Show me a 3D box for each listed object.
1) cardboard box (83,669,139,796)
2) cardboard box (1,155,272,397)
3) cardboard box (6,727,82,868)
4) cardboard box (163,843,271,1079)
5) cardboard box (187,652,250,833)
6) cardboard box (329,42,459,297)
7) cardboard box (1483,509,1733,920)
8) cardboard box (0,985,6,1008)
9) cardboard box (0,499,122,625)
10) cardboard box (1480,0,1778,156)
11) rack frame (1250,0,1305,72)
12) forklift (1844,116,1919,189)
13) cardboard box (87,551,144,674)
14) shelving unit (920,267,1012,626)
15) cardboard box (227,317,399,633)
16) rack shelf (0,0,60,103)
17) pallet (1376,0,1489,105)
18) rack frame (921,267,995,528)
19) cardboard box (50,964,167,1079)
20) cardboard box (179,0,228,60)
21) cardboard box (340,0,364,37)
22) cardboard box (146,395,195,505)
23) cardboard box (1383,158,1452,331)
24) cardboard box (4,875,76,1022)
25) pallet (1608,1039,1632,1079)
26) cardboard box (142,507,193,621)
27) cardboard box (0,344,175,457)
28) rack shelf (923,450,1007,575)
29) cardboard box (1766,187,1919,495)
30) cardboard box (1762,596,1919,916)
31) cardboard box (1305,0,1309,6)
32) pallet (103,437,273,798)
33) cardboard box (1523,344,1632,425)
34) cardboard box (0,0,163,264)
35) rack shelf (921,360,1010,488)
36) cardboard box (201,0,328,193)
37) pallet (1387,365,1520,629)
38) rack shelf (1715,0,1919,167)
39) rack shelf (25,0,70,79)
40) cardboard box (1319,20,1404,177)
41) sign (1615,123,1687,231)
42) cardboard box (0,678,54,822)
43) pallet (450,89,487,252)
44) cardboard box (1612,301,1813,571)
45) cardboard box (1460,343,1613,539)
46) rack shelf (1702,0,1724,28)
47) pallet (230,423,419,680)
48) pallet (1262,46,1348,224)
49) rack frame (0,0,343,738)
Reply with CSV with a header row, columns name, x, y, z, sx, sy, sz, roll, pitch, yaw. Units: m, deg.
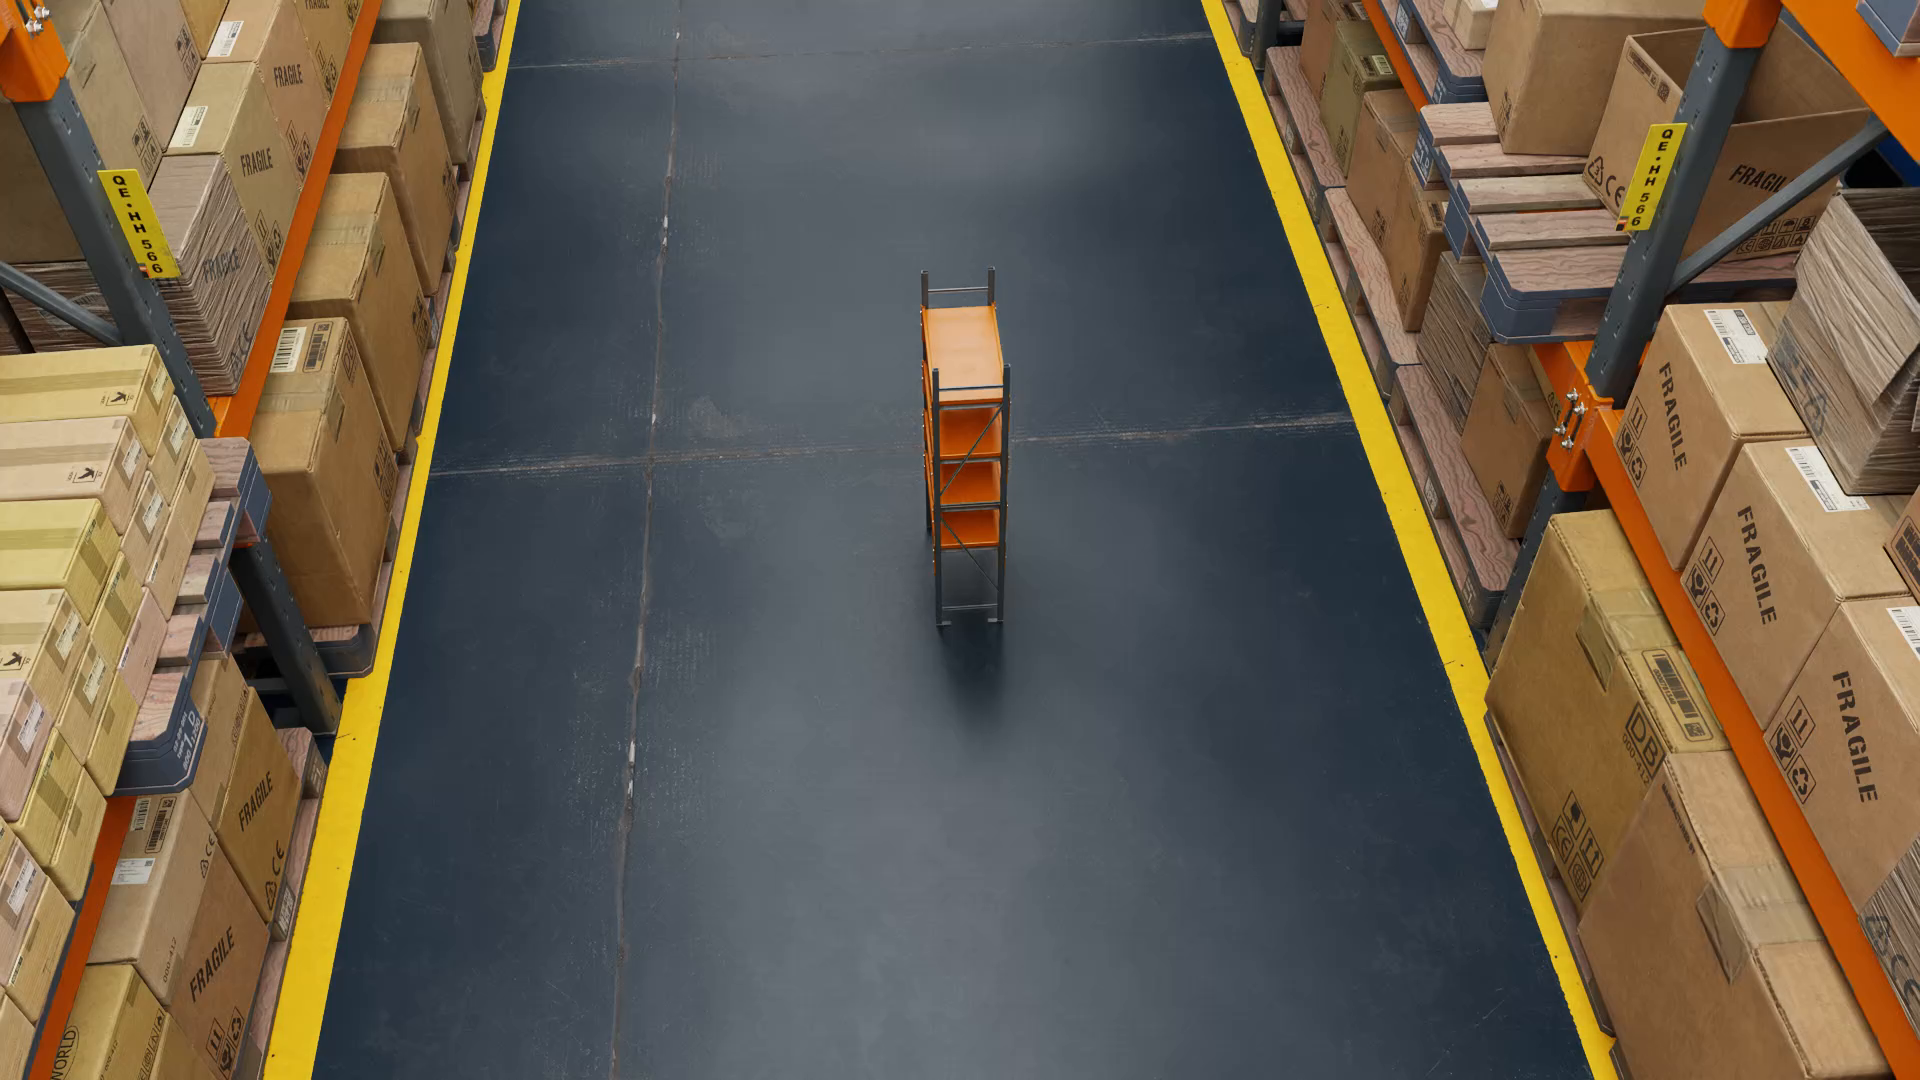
name,x,y,z,sx,sy,sz,roll,pitch,yaw
cardboard box,-2.052,0.435,3.656,0.380,0.149,0.250,-4,47,-4
cardboard box,-2.378,-0.758,4.833,0.500,0.500,0.500,-3,47,-3
cardboard box,-2.027,0.531,3.360,0.380,0.149,0.250,-4,47,-4
cardboard box,-2.254,1.169,4.510,0.500,0.500,0.500,-2,47,-2
cardboard box,-2.291,0.554,4.576,0.500,0.250,0.500,-4,47,-4
cardboard box,-2.726,-1.506,6.870,1.050,0.750,0.750,-3,47,-3
cardboard box,2.378,0.476,4.907,1.225,0.875,0.875,-5,47,-5
cardboard box,-1.983,0.907,3.004,0.380,0.149,0.250,-4,47,-4
cardboard box,-2.071,0.053,3.608,0.380,0.149,0.250,-2,47,-2
cardboard box,2.110,-1.576,5.318,0.700,0.500,0.500,3,47,3
rack frame,2.006,-3.505,7.503,1.000,3.000,0.127,-3,47,-3
forklift,4.789,-1.634,5.779,1.130,2.935,3.031,-5,47,-4
cardboard box,-2.066,0.170,3.702,0.380,0.149,0.250,-2,47,-2
shelving unit,0.014,-0.293,5.701,0.258,1.200,0.503,-3,47,-3
cardboard box,-2.571,-0.199,5.633,1.050,0.750,0.750,-4,47,-4
rack shelf,-2.442,0.280,2.348,1.077,0.370,4.000,-3,47,-3
pallet,2.135,-1.975,6.186,1.003,0.211,1.213,-3,47,-3
rack frame,-0.007,-0.469,5.868,0.240,1.200,0.015,-3,47,-3
cardboard box,-2.211,1.287,3.881,0.500,0.250,0.500,-2,47,-2
cardboard box,-2.726,-1.823,5.153,0.700,0.500,0.500,-4,47,-4
cardboard box,-2.550,-2.218,6.216,0.500,0.500,0.500,-3,47,-3
cardboard box,-2.115,-0.213,4.065,0.380,0.149,0.250,-3,47,-2
cardboard box,2.152,-1.196,6.736,0.700,0.500,0.500,0,47,0
cardboard box,-2.008,0.817,3.294,0.380,0.149,0.250,-2,47,-2
pallet,2.431,1.804,4.396,1.003,0.211,1.213,-3,47,-3
cardboard box,-2.091,0.068,4.003,0.380,0.149,0.250,-4,47,-3
cardboard box,-2.112,-0.318,3.960,0.380,0.149,0.250,-5,47,-5
rack shelf,0.014,-0.110,5.894,0.258,0.148,0.480,-3,47,-3
cardboard box,2.386,-0.460,3.860,0.797,0.503,0.637,-2,47,-2
cardboard box,2.203,0.466,3.673,0.500,0.500,0.500,-4,47,-4
cardboard box,2.013,-3.082,8.535,0.500,0.500,0.500,-5,47,-5
pallet,-2.444,0.193,4.134,1.213,0.211,1.003,-3,47,-3
cardboard box,2.255,-0.643,5.696,0.500,0.250,0.500,-2,47,-2
cardboard box,-2.637,-1.086,4.455,0.700,0.500,0.500,-4,47,-4
rack shelf,0.014,-0.400,5.587,0.258,0.148,0.480,-3,47,-3
cardboard box,-2.465,-1.491,5.527,0.500,0.500,0.500,-4,47,-3
pallet,2.277,-0.217,6.311,1.003,0.211,1.213,-3,47,-3
rack shelf,2.509,0.052,2.564,1.077,0.370,4.000,-3,47,-3
rack shelf,-2.777,-2.614,5.089,1.077,0.370,4.000,-3,47,-3
cardboard box,2.058,-2.005,7.501,0.700,0.500,0.500,-4,47,-4
sign,1.801,-0.942,4.333,0.100,0.325,0.005,-3,47,-3
cardboard box,-2.031,0.421,3.260,0.380,0.149,0.250,-3,47,-3
pallet,-2.805,-1.764,7.775,1.003,0.211,1.213,-3,47,-3
cardboard box,2.111,-0.277,4.378,0.500,0.500,0.500,-2,47,-2
cardboard box,2.265,-0.386,5.968,0.700,0.500,0.500,-6,47,-5
rack shelf,2.174,-2.842,5.305,1.077,0.370,4.000,-3,47,-3
pallet,-2.601,0.001,6.103,1.003,0.211,1.213,-3,47,-3
pallet,2.073,-1.983,7.982,1.003,0.211,1.213,-3,47,-3
rack frame,-2.610,-0.382,4.546,1.000,3.000,0.127,-3,47,-3
